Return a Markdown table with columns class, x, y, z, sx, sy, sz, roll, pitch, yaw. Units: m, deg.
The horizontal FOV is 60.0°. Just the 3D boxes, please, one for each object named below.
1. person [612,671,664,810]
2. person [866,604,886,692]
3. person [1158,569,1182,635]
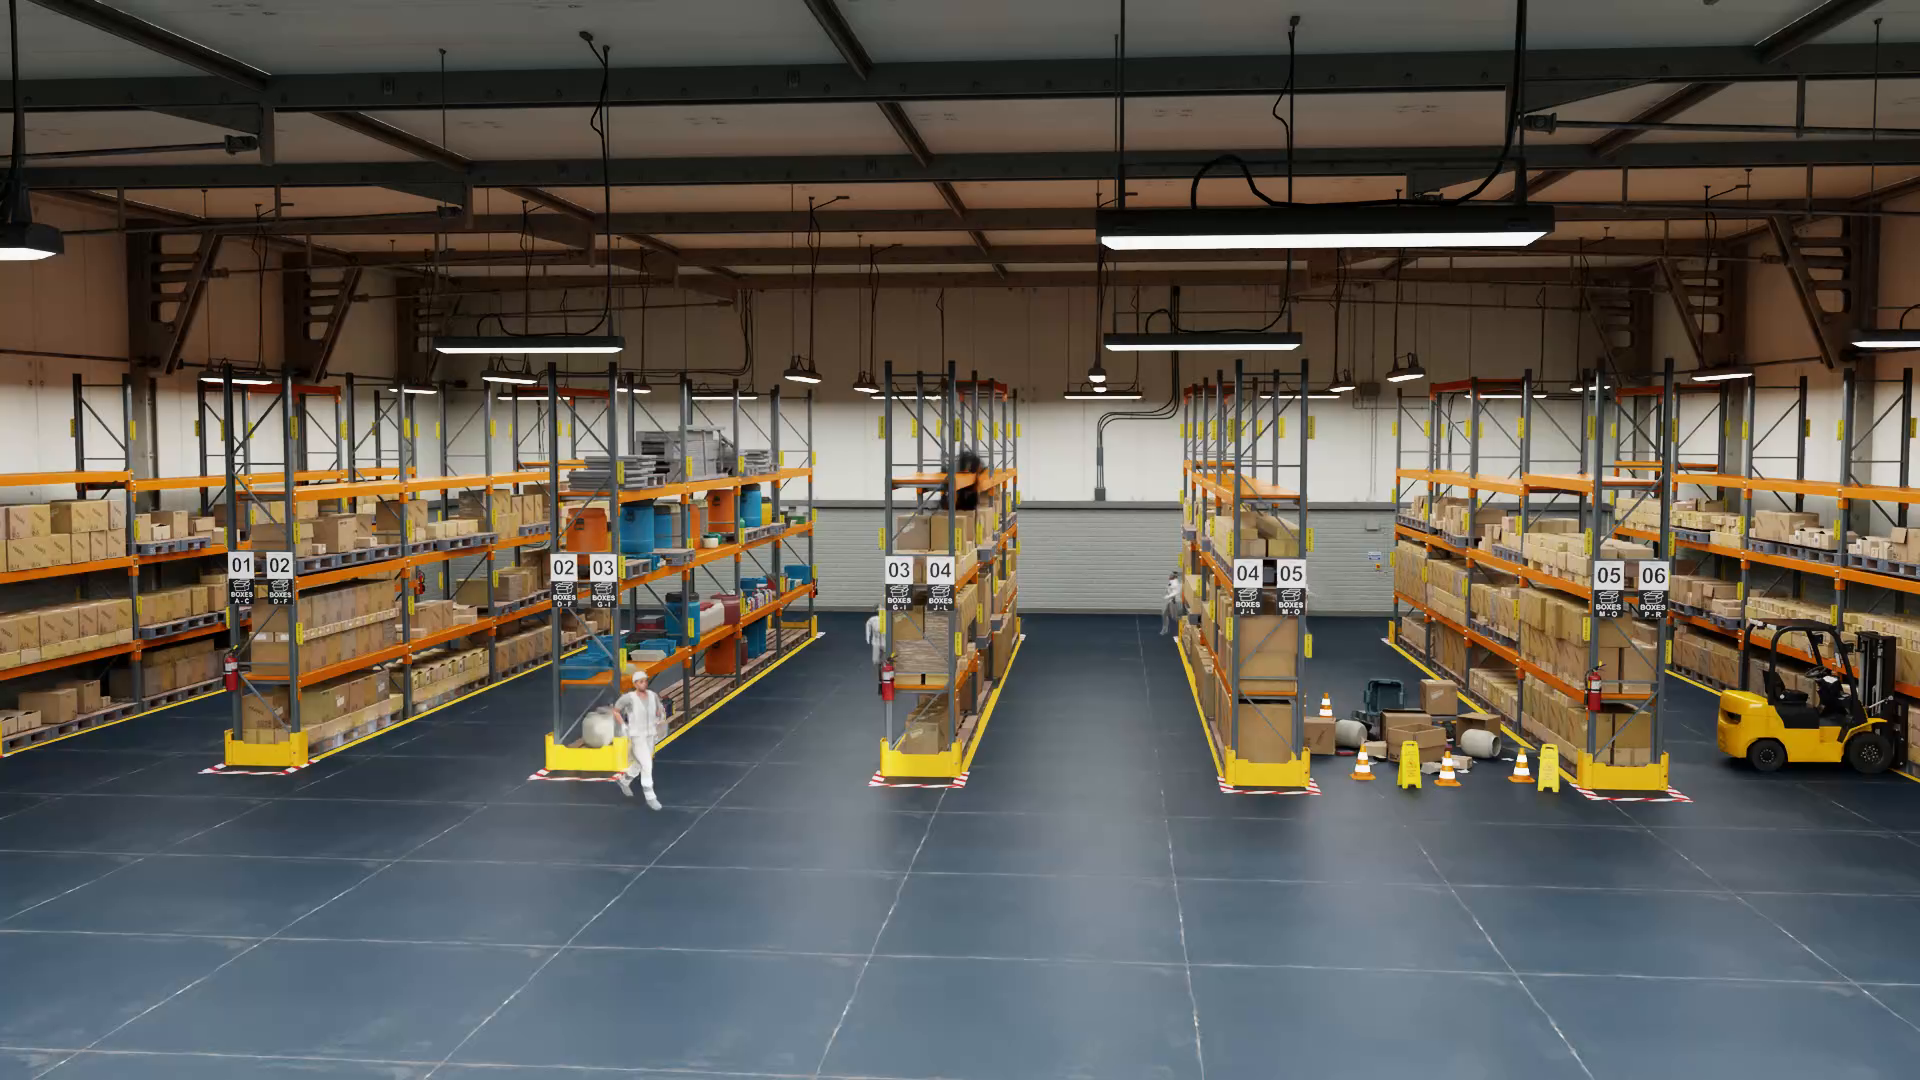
| class | x | y | z | sx | sy | sz | roll | pitch | yaw |
| --- | --- | --- | --- | --- | --- | --- | --- | --- | --- |
| person | -4.257 | 2.639 | 22.241 | 0.929 | 1.803 | 0.634 | 3 | 5 | 41 |
| person | -1.450 | 1.987 | 31.020 | 0.636 | 1.638 | 0.835 | 0 | 4 | 6 |
| person | 5.234 | 1.545 | 40.580 | 0.746 | 1.689 | 0.648 | 0 | 4 | -3 |
